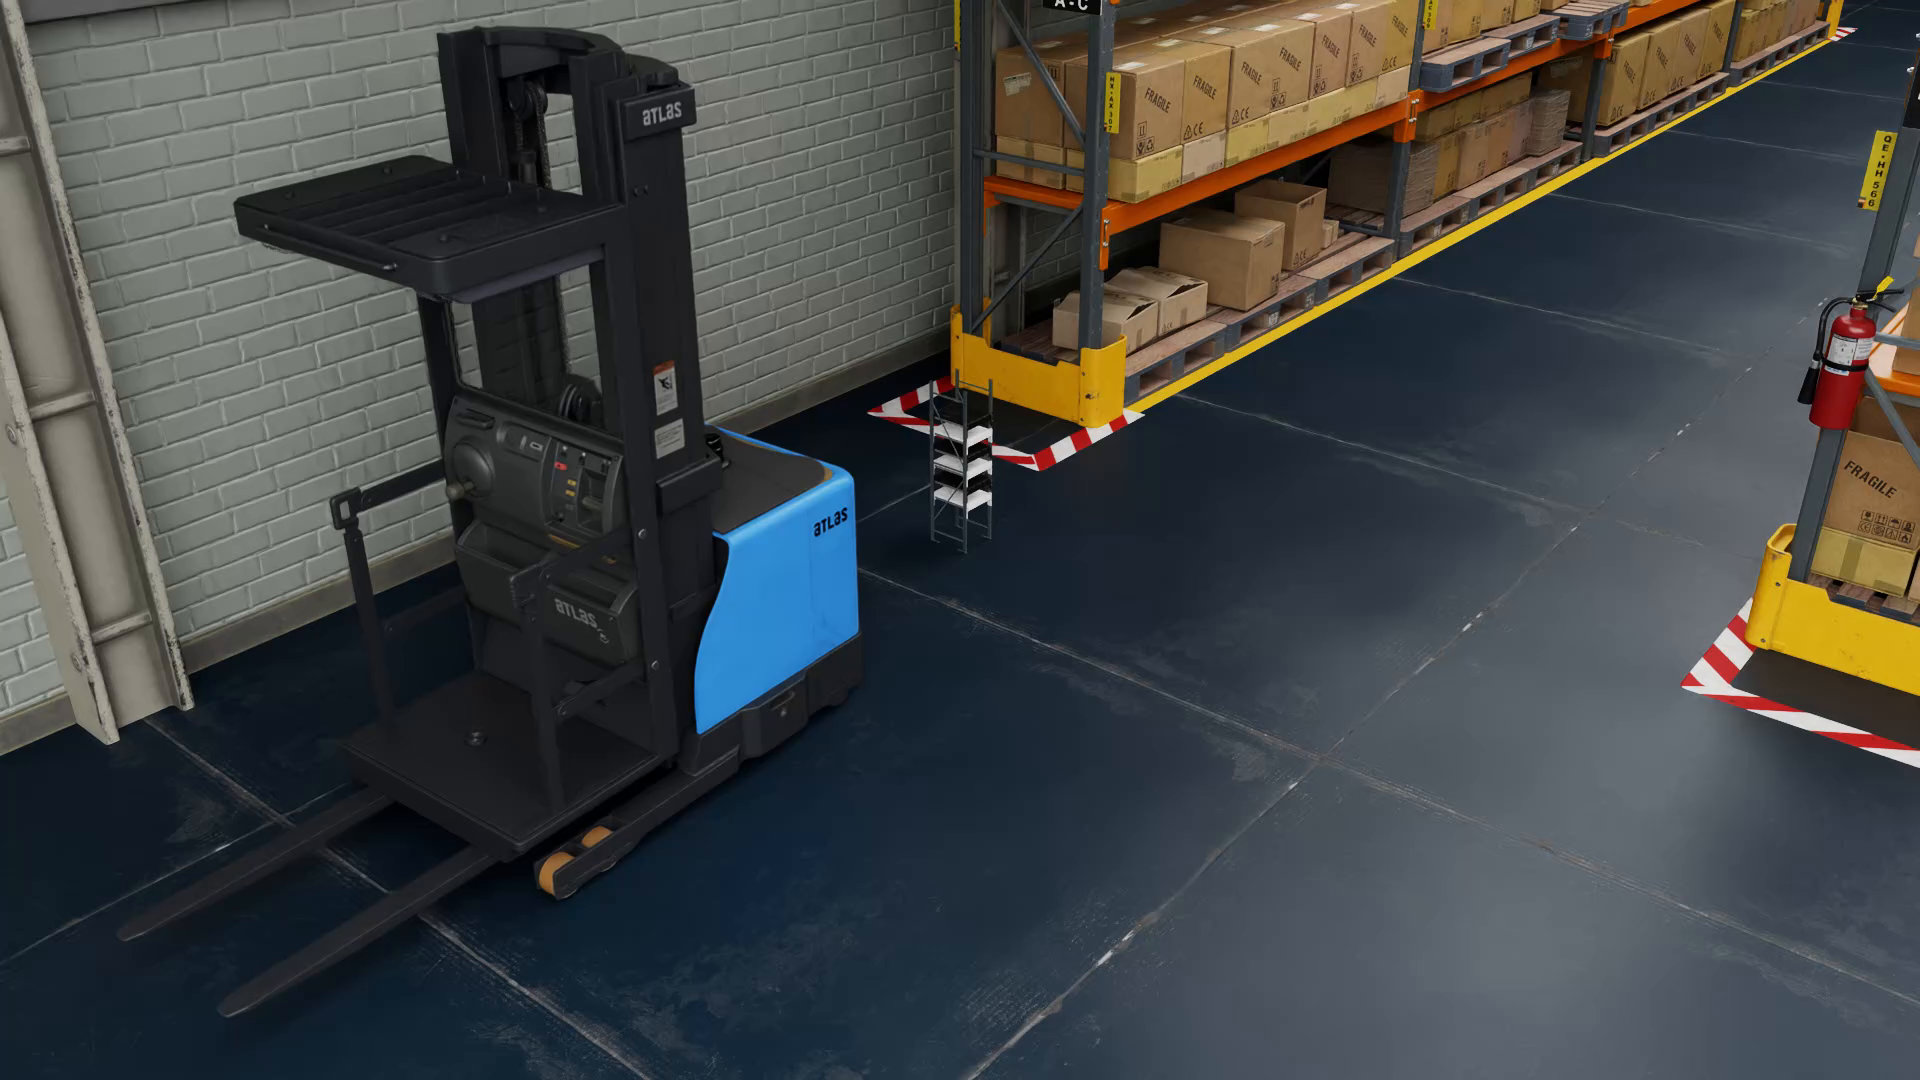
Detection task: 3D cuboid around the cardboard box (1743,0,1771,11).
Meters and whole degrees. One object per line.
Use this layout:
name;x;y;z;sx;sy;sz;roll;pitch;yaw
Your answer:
cardboard box;8.971;-6.124;18.880;0.380;0.149;0.250;22;35;36

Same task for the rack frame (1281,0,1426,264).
rack frame;2.969;-3.620;12.482;1.000;3.000;0.127;21;34;34

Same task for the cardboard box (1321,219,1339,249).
cardboard box;2.651;-2.358;12.649;0.380;0.166;0.250;16;31;28

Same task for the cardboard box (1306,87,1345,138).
cardboard box;2.270;-2.948;11.326;0.500;0.250;0.500;21;34;34

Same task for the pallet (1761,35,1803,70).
pallet;9.377;-5.899;19.923;1.003;0.211;1.213;21;34;34

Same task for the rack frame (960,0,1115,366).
rack frame;0.424;-2.201;9.741;1.000;3.000;0.127;21;34;34

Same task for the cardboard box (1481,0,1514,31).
cardboard box;4.074;-4.469;13.536;0.500;0.500;0.700;-23;35;-37

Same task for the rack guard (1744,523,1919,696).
rack guard;4.234;0.364;7.503;1.175;0.500;0.348;21;34;34

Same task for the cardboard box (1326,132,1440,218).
cardboard box;3.424;-2.971;13.469;0.700;0.500;0.500;22;35;36

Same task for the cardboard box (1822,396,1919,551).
cardboard box;4.361;-0.330;7.844;0.500;0.500;0.500;21;34;34

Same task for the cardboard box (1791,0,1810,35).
cardboard box;9.915;-6.496;20.305;0.700;0.500;0.500;21;34;34

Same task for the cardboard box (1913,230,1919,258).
cardboard box;4.345;-1.279;7.142;0.380;0.149;0.250;20;33;34

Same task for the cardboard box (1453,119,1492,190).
cardboard box;4.070;-3.338;14.179;0.700;0.500;0.500;21;34;35

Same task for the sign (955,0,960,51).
sign;0.009;-3.025;9.730;0.100;0.325;0.005;21;34;34

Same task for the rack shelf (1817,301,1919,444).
rack shelf;5.521;-1.145;8.481;1.077;0.370;4.000;21;34;34

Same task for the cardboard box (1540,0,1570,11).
cardboard box;4.887;-4.902;14.374;0.700;0.500;0.500;17;32;30

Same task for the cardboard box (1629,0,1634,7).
cardboard box;6.068;-5.071;15.539;0.380;0.149;0.250;21;34;35

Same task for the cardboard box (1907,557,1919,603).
cardboard box;4.762;0.155;7.722;0.500;0.250;0.500;21;34;34

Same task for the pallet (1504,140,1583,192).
pallet;5.015;-3.523;15.330;1.003;0.211;1.213;21;34;34

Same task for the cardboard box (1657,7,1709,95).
cardboard box;7.181;-5.103;17.233;0.750;0.750;0.750;22;35;36

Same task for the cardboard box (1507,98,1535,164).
cardboard box;4.678;-3.704;14.887;0.700;0.500;0.500;21;34;34

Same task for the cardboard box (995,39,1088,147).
cardboard box;0.560;-2.706;10.042;0.500;0.500;0.500;20;34;34

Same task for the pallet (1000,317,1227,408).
pallet;1.017;-1.268;10.971;1.003;0.211;1.213;21;34;34

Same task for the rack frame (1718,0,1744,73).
rack frame;8.057;-6.456;17.965;1.000;3.000;0.127;21;34;34

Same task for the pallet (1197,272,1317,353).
pallet;1.793;-1.698;11.803;1.003;0.211;1.213;21;34;34

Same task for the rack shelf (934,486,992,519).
rack shelf;0.005;-0.213;8.647;0.258;0.077;0.200;21;34;34

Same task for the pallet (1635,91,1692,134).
pallet;6.849;-4.487;17.195;1.003;0.211;1.213;21;34;34

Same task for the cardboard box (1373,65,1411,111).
cardboard box;2.901;-3.305;12.016;0.500;0.250;0.500;21;34;35

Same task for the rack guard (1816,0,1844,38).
rack guard;10.617;-6.773;21.297;1.175;0.500;0.348;21;34;34

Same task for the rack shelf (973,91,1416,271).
rack shelf;1.696;-2.591;11.277;1.077;0.370;4.000;21;34;34

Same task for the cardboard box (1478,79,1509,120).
cardboard box;4.361;-3.818;14.291;0.500;0.250;0.500;21;34;34

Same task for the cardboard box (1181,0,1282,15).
cardboard box;1.855;-3.432;11.445;0.500;0.500;0.500;22;34;36

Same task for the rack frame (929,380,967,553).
rack frame;-0.059;-0.367;8.479;0.240;0.900;0.006;21;34;34

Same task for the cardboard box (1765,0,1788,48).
cardboard box;9.262;-6.126;19.591;0.700;0.500;0.500;22;34;36

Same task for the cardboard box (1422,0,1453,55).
cardboard box;3.319;-4.030;12.688;0.700;0.500;0.500;21;34;35

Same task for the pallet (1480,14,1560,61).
pallet;4.285;-4.239;13.888;1.003;0.211;1.213;21;34;34

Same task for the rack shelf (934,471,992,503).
rack shelf;0.005;-0.293;8.605;0.258;0.077;0.200;21;34;34

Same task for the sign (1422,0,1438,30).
sign;3.392;-3.848;11.982;0.100;0.325;0.005;21;34;34

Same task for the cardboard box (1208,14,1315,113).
cardboard box;1.935;-3.098;10.800;0.500;0.500;0.500;22;35;36

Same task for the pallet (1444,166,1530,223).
pallet;4.238;-3.092;14.497;1.003;0.211;1.213;21;34;34

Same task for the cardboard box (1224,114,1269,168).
cardboard box;1.628;-2.591;10.636;0.500;0.250;0.500;20;34;34

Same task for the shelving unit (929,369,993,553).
shelving unit;0.005;-0.403;8.549;0.258;0.900;0.210;21;34;34

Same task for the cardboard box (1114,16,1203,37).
cardboard box;1.213;-3.066;10.738;0.500;0.500;0.500;20;33;33

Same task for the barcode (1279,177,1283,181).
barcode;2.440;-2.726;12.648;0.001;0.075;0.075;21;34;34

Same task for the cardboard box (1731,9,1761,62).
cardboard box;8.612;-5.768;18.898;0.700;0.500;0.500;21;34;35

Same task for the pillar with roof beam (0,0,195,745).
pillar with roof beam;-0.292;-1.982;2.787;9.100;9.000;0.400;21;34;34

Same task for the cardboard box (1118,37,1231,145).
cardboard box;1.282;-2.731;10.089;0.500;0.500;0.500;21;34;35

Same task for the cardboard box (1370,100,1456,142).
cardboard box;3.701;-3.461;13.601;0.500;0.250;0.500;20;33;33

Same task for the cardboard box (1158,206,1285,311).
cardboard box;1.802;-1.953;11.503;0.700;0.500;0.500;18;33;31

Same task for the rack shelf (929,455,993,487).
rack shelf;0.005;-0.373;8.564;0.258;0.077;0.200;21;34;34

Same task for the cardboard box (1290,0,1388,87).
cardboard box;2.593;-3.458;11.496;0.500;0.500;0.500;21;34;34

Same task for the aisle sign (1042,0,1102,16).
aisle sign;0.610;-3.243;8.925;0.394;0.787;0.004;21;34;34

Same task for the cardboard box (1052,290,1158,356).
cardboard box;0.934;-1.422;10.681;0.500;0.311;0.500;17;32;29

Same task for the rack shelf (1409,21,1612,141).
rack shelf;4.241;-4.009;14.018;1.077;0.370;4.000;21;34;34

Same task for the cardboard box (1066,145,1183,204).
cardboard box;0.980;-2.224;9.926;0.500;0.250;0.500;20;33;33

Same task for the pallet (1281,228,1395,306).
pallet;2.569;-2.133;12.643;1.003;0.211;1.213;21;34;34

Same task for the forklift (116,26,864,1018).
forklift;-1.710;-0.227;5.999;1.130;2.935;3.031;19;33;32

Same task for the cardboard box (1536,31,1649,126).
cardboard box;6.082;-4.492;16.051;0.750;0.750;0.750;20;34;34
